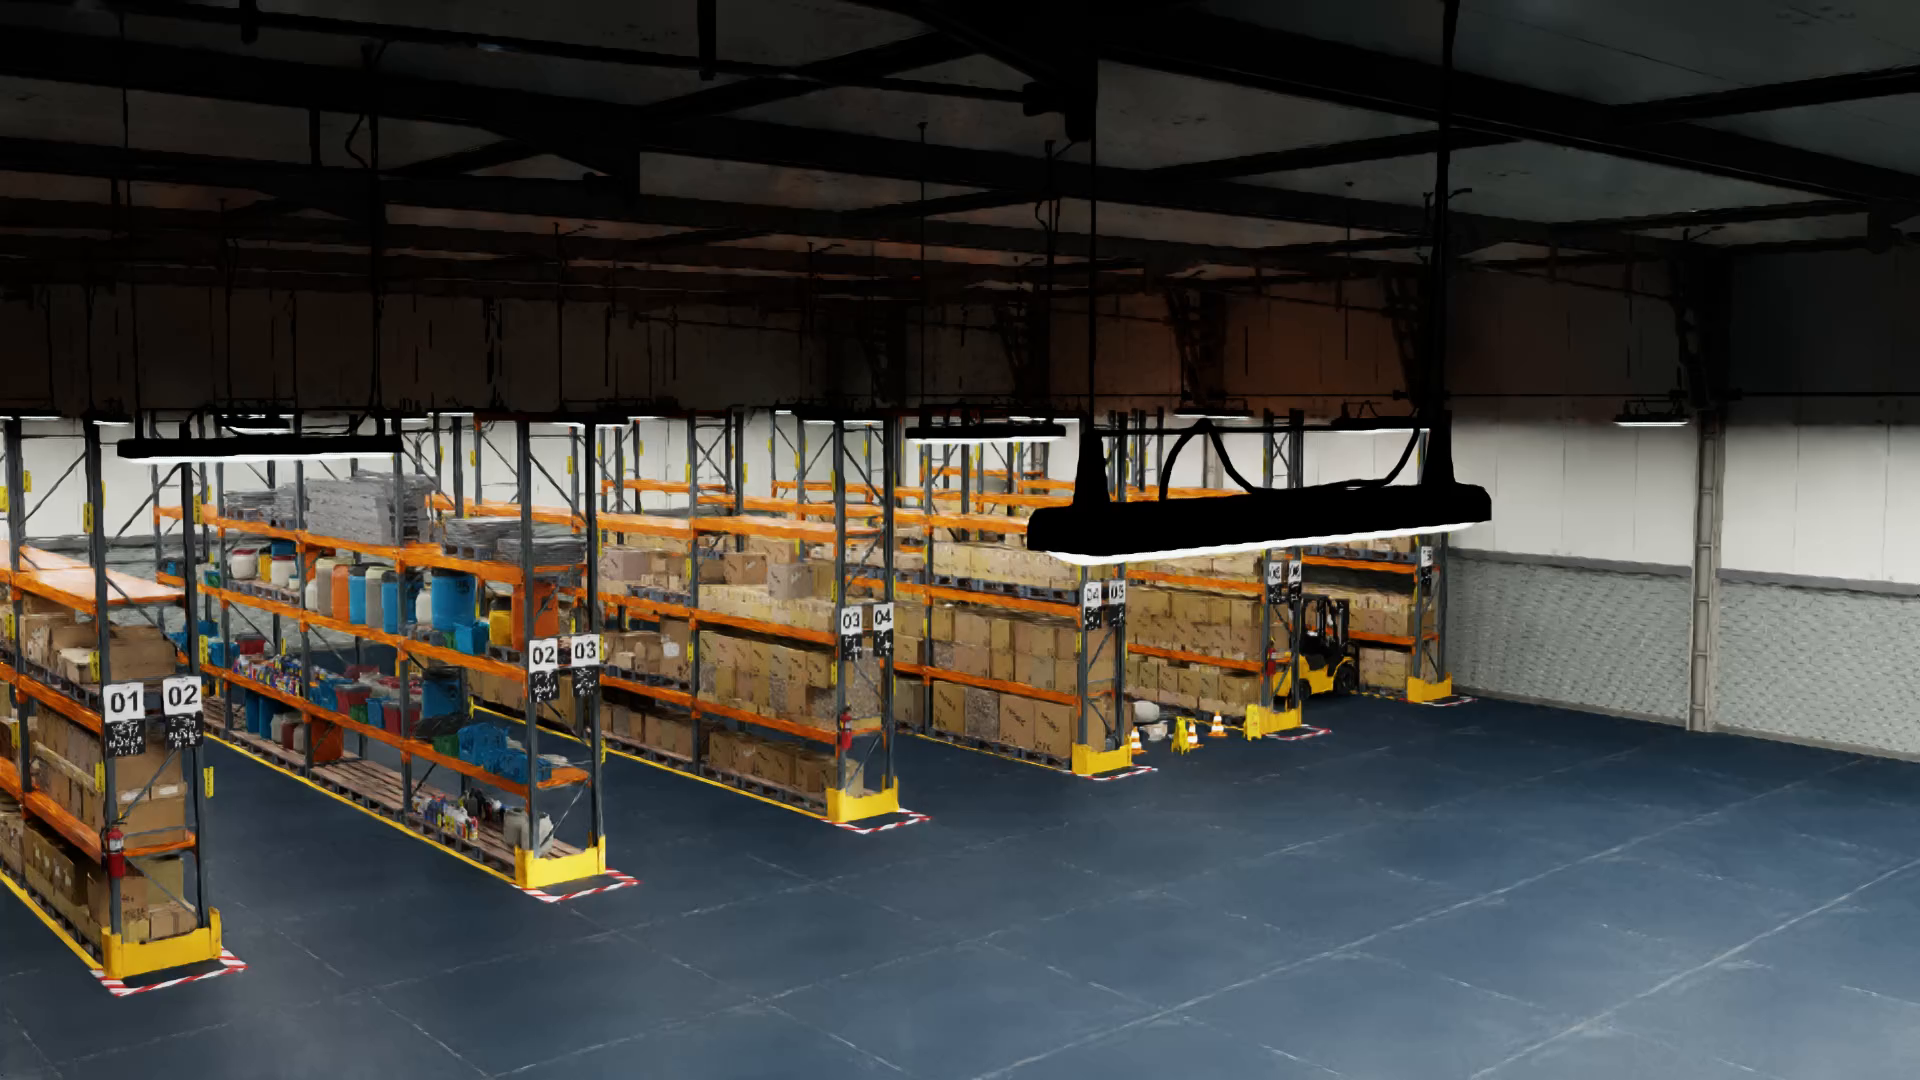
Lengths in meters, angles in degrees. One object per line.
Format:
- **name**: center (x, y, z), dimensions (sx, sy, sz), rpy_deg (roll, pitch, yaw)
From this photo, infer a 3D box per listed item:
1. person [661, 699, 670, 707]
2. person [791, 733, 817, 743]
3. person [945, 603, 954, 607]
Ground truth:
- **person**: center (-6.014, 2.645, 32.706), dimensions (0.457, 1.586, 1.075), rpy_deg (-4, 6, -39)
- **person**: center (-2.769, 2.849, 30.207), dimensions (0.682, 1.676, 0.535), rpy_deg (-5, 7, -42)
- **person**: center (-0.259, 2.256, 36.253), dimensions (0.587, 1.763, 0.677), rpy_deg (-2, 5, -17)
